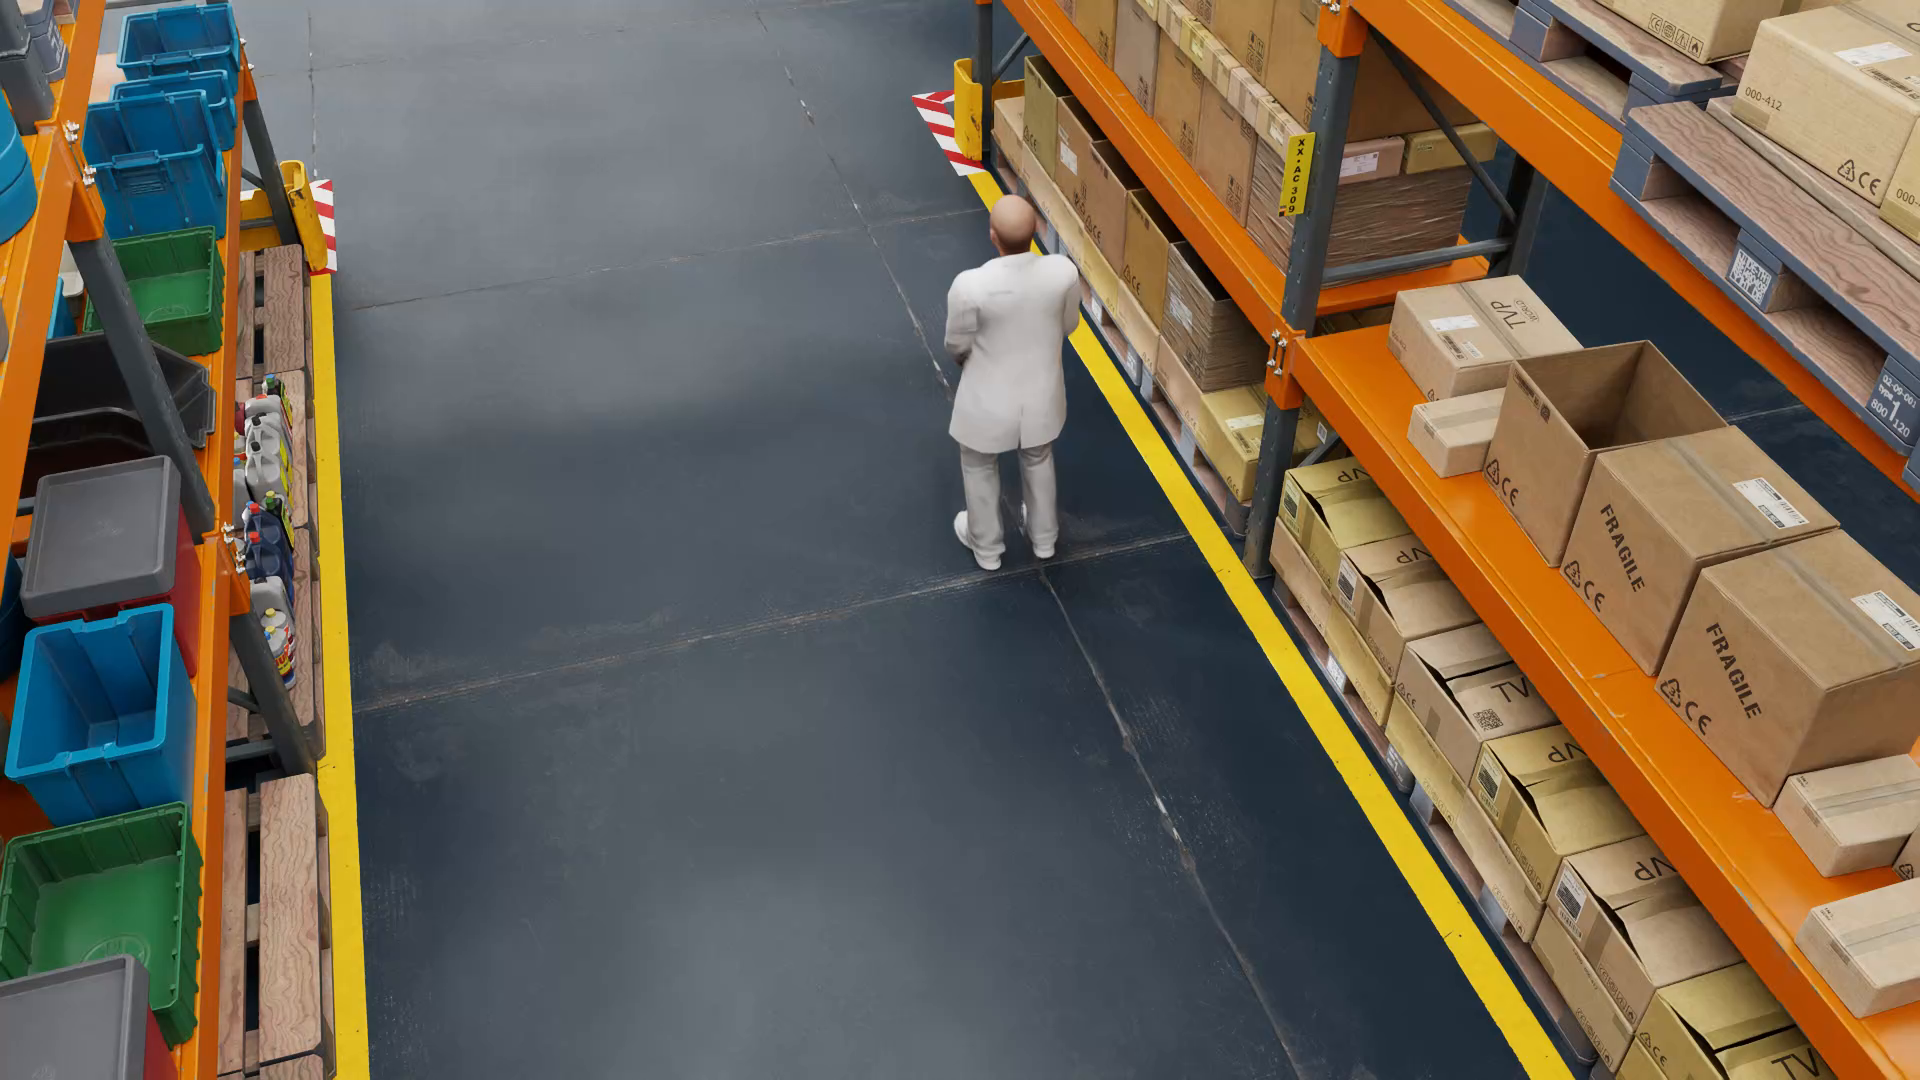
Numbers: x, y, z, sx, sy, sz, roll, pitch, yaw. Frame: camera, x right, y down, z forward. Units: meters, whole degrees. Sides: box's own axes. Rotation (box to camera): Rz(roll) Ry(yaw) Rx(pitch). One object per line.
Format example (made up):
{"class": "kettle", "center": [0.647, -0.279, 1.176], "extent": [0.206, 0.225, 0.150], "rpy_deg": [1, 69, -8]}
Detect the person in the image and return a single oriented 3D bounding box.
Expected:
{"class": "person", "center": [0.186, -0.683, 6.932], "extent": [0.566, 1.782, 0.499], "rpy_deg": [-12, 43, -13]}
